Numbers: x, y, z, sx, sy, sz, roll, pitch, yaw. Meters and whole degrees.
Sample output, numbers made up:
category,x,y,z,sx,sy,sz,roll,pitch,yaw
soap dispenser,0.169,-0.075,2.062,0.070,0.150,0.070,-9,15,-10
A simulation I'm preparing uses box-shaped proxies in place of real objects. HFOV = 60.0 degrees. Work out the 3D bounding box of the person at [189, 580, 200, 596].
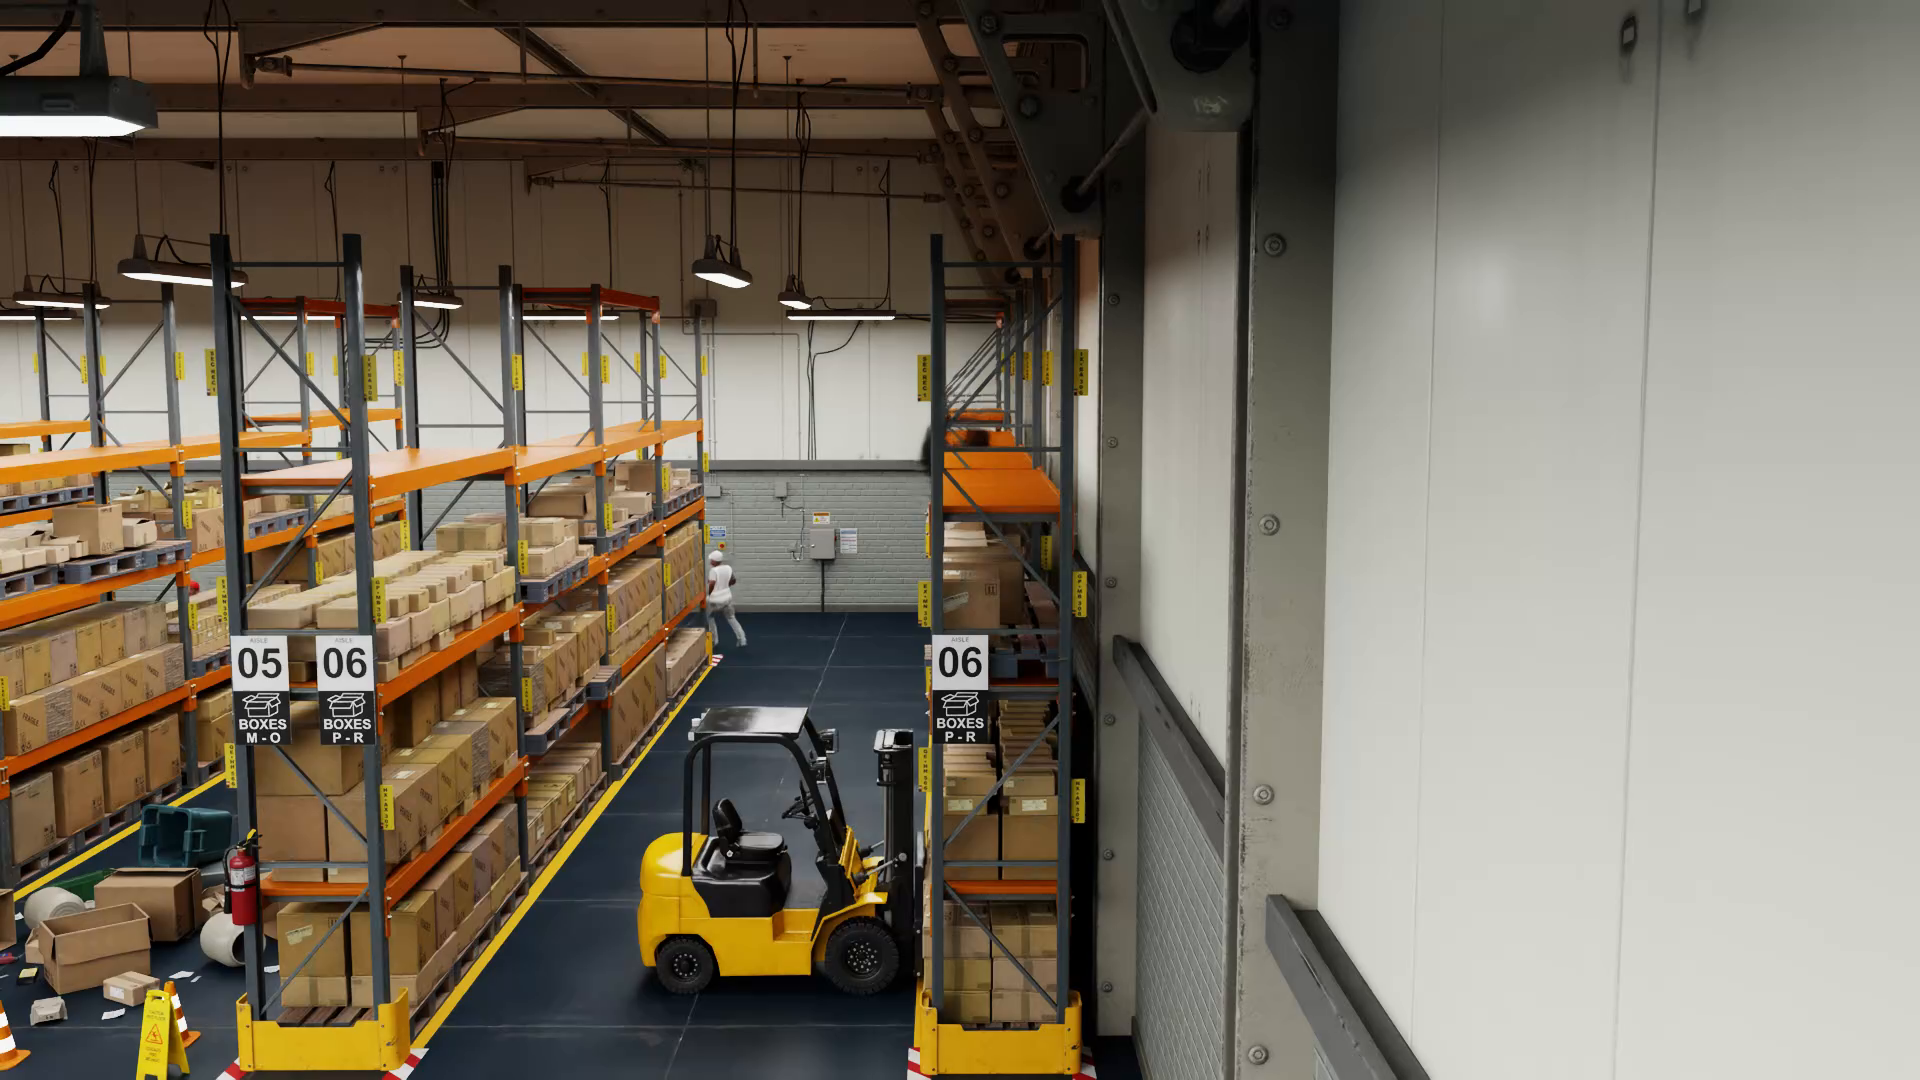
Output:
category,x,y,z,sx,sy,sz,roll,pitch,yaw
person,-11.515,1.488,25.178,0.662,1.788,0.878,1,6,7

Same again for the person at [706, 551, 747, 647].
category,x,y,z,sx,sy,sz,roll,pitch,yaw
person,-4.236,1.057,29.109,0.862,1.767,0.747,6,9,44
